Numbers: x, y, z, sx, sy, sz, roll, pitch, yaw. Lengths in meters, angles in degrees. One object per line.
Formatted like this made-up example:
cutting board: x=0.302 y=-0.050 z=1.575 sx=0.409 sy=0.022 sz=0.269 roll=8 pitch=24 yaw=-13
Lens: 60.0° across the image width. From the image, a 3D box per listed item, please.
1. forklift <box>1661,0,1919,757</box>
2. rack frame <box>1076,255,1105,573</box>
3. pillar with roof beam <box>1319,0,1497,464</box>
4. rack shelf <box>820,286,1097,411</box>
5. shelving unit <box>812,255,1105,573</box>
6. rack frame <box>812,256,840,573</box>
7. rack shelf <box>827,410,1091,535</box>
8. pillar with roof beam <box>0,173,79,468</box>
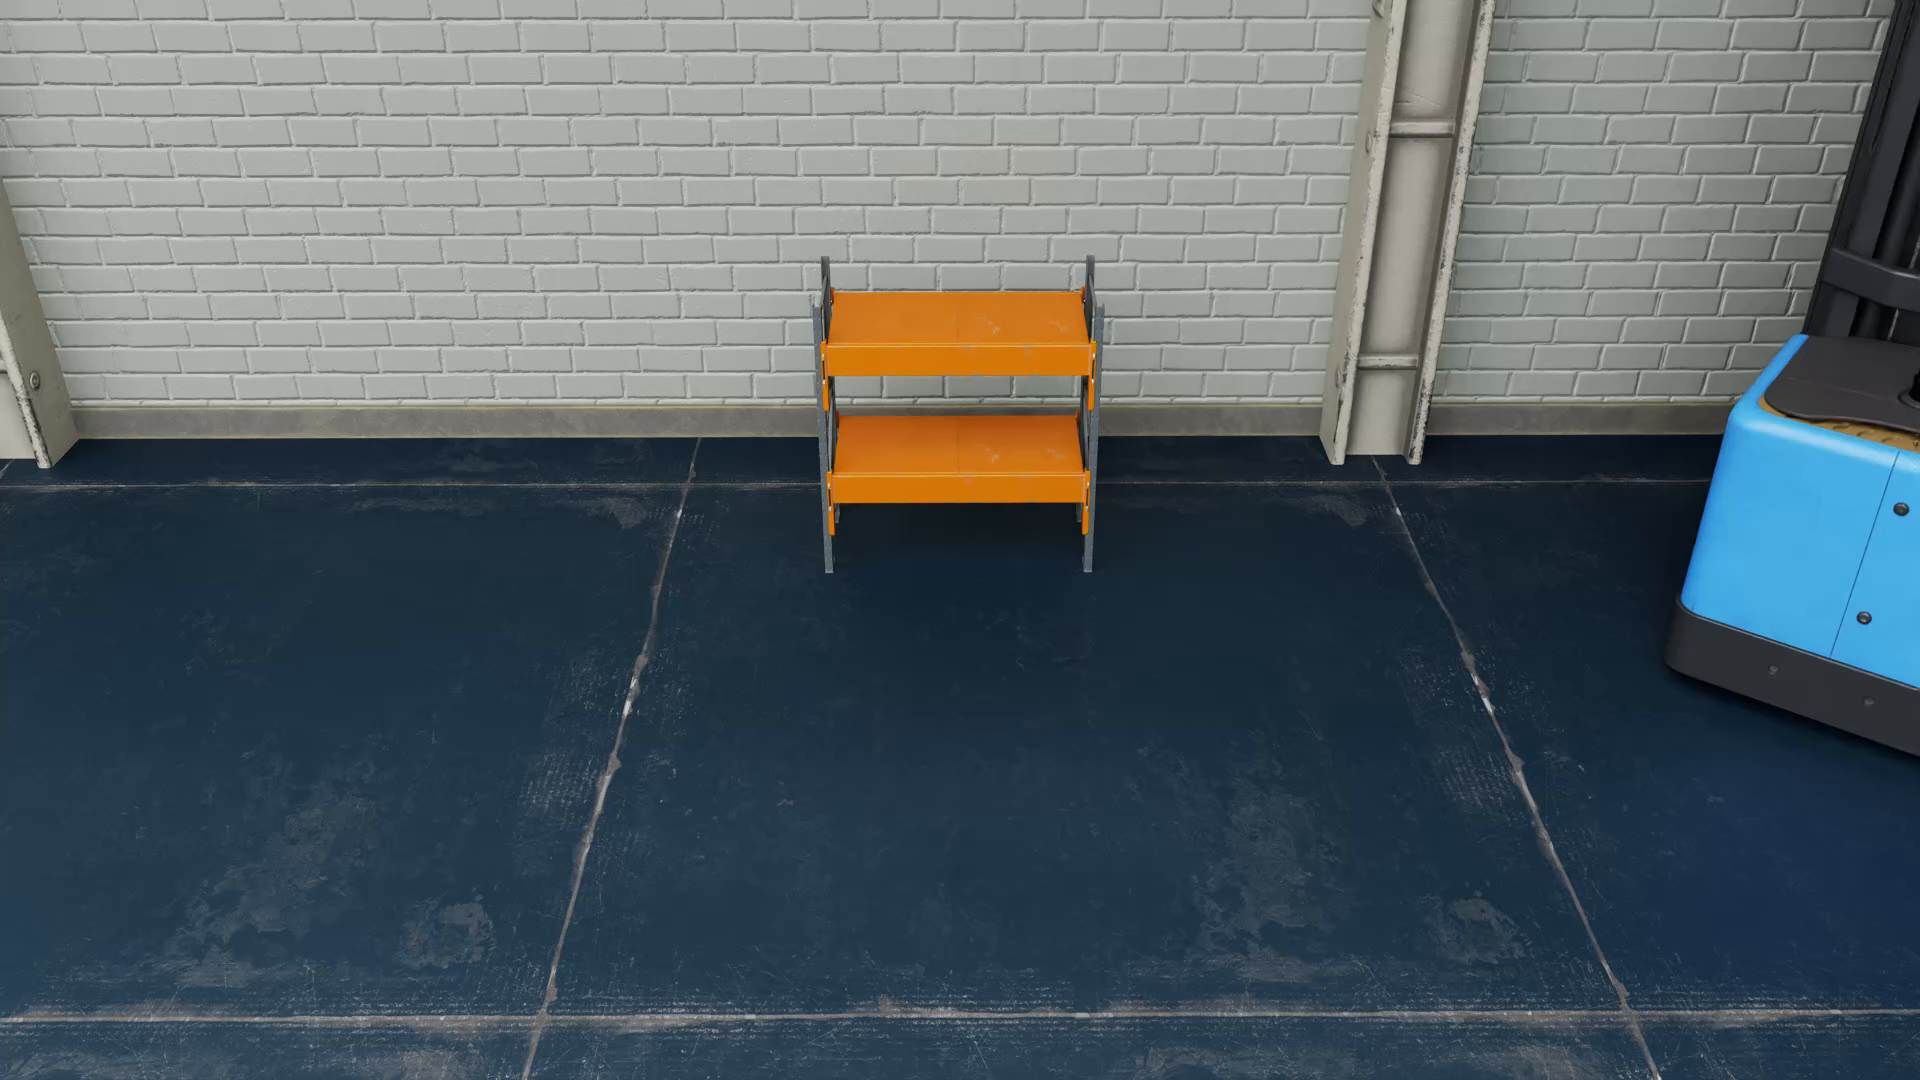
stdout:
forklift: x=3.794 y=-1.211 z=5.921 sx=1.130 sy=2.935 sz=3.031 roll=22 pitch=37 yaw=31
rack frame: x=0.502 y=-0.482 z=6.461 sx=0.032 sy=1.125 sz=0.500 roll=0 pitch=31 yaw=0
pillar with roof beam: x=1.853 y=-2.027 z=1.416 sx=0.400 sy=9.000 sz=9.100 roll=0 pitch=31 yaw=0
rack shelf: x=-0.007 y=-0.731 z=6.306 sx=1.000 sy=0.278 sz=0.538 roll=0 pitch=31 yaw=0
shelving unit: x=-0.007 y=-0.481 z=6.458 sx=1.048 sy=1.125 sz=0.538 roll=0 pitch=31 yaw=0
rack frame: x=-0.515 y=-0.479 z=6.456 sx=0.032 sy=1.125 sz=0.500 roll=0 pitch=31 yaw=0
rack shelf: x=-0.007 y=-0.272 z=6.585 sx=1.000 sy=0.278 sz=0.538 roll=0 pitch=31 yaw=0
pillar with roof beam: x=-4.147 y=-2.008 z=1.385 sx=0.400 sy=9.000 sz=9.100 roll=0 pitch=31 yaw=0
